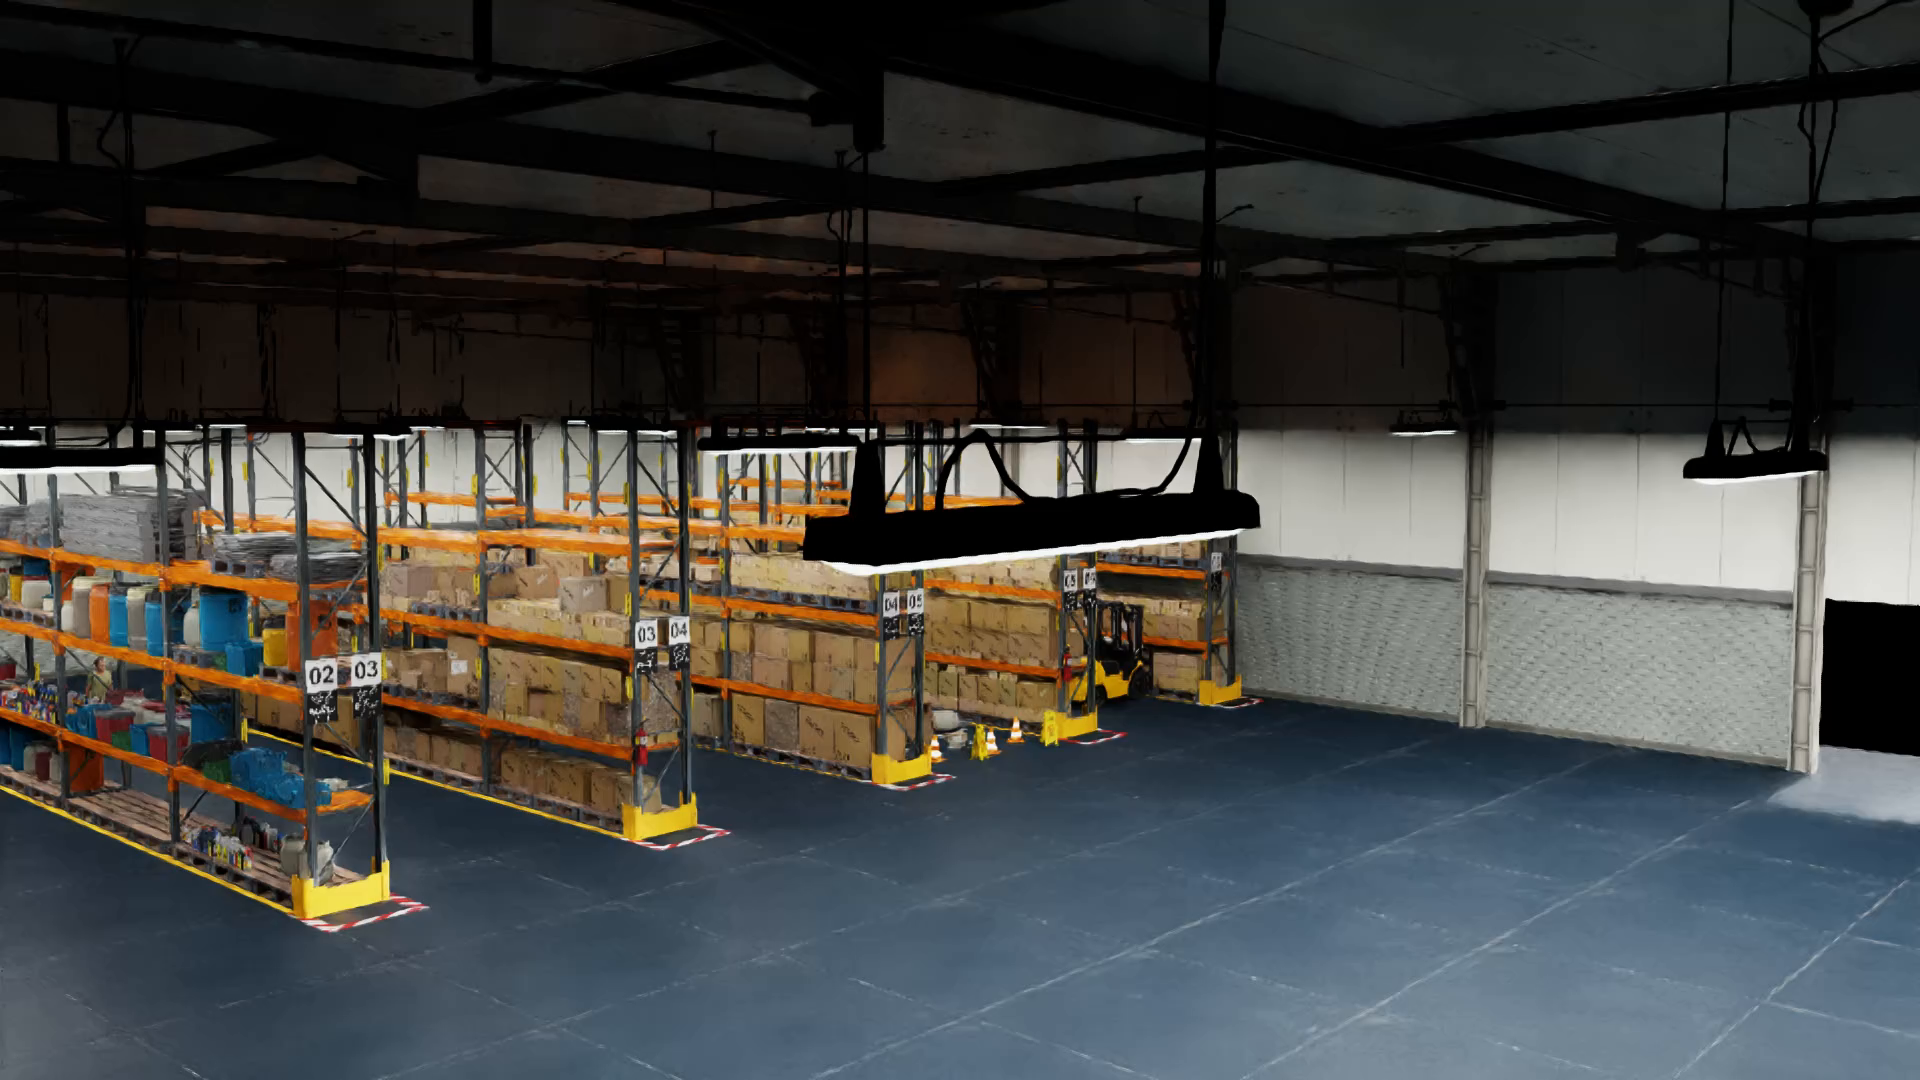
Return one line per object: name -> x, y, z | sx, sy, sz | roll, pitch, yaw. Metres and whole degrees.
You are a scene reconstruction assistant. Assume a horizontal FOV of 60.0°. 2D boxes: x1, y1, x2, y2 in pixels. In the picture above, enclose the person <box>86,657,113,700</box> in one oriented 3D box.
person -> -16.087, 2.970, 31.165 | 1.095, 1.589, 0.447 | 4, 6, 40
